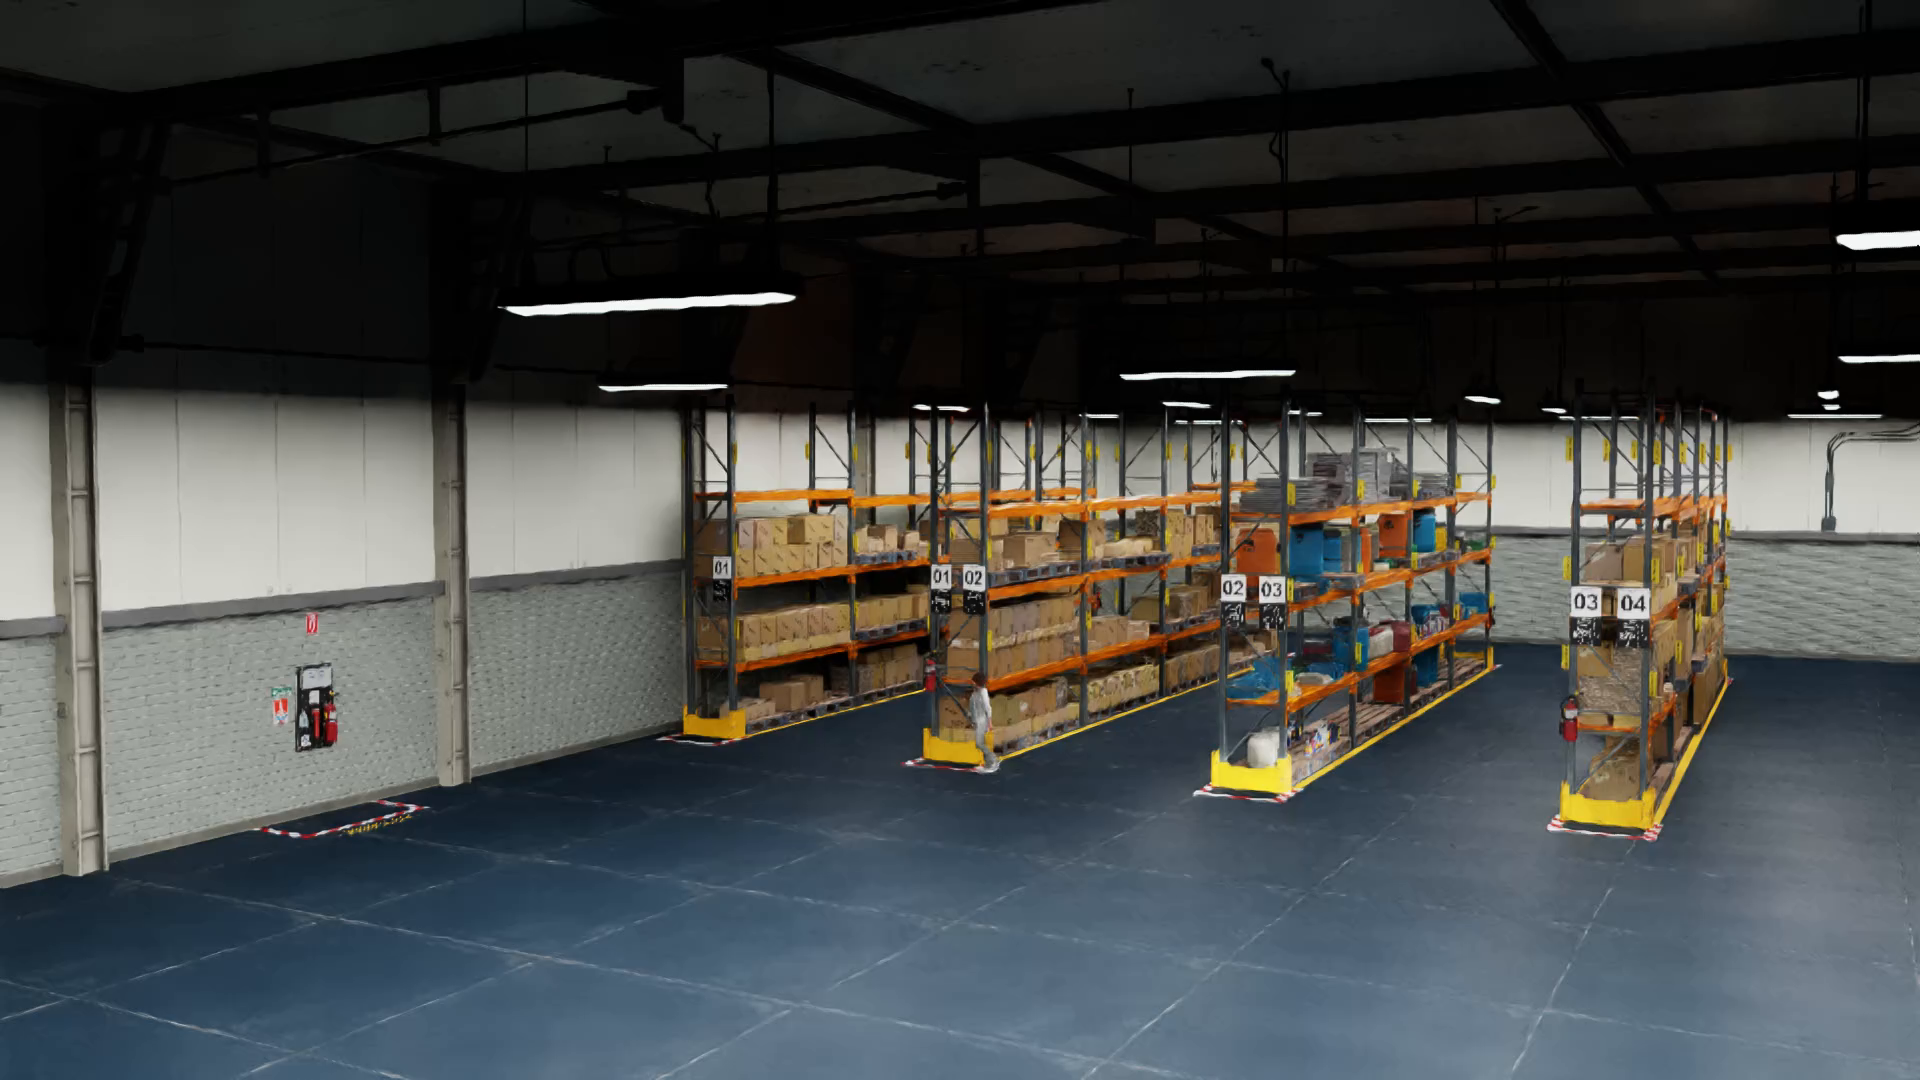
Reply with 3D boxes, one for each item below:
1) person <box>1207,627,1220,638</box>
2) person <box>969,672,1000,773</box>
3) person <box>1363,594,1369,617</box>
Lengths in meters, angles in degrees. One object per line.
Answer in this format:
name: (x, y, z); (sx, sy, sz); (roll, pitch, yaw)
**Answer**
person: (6.484, 1.874, 42.285); (0.394, 1.778, 0.588); (1, 3, 26)
person: (0.385, 2.844, 25.848); (0.427, 1.585, 0.546); (-1, 3, -16)
person: (9.599, 2.048, 40.123); (0.399, 1.669, 0.588); (3, 4, 44)
